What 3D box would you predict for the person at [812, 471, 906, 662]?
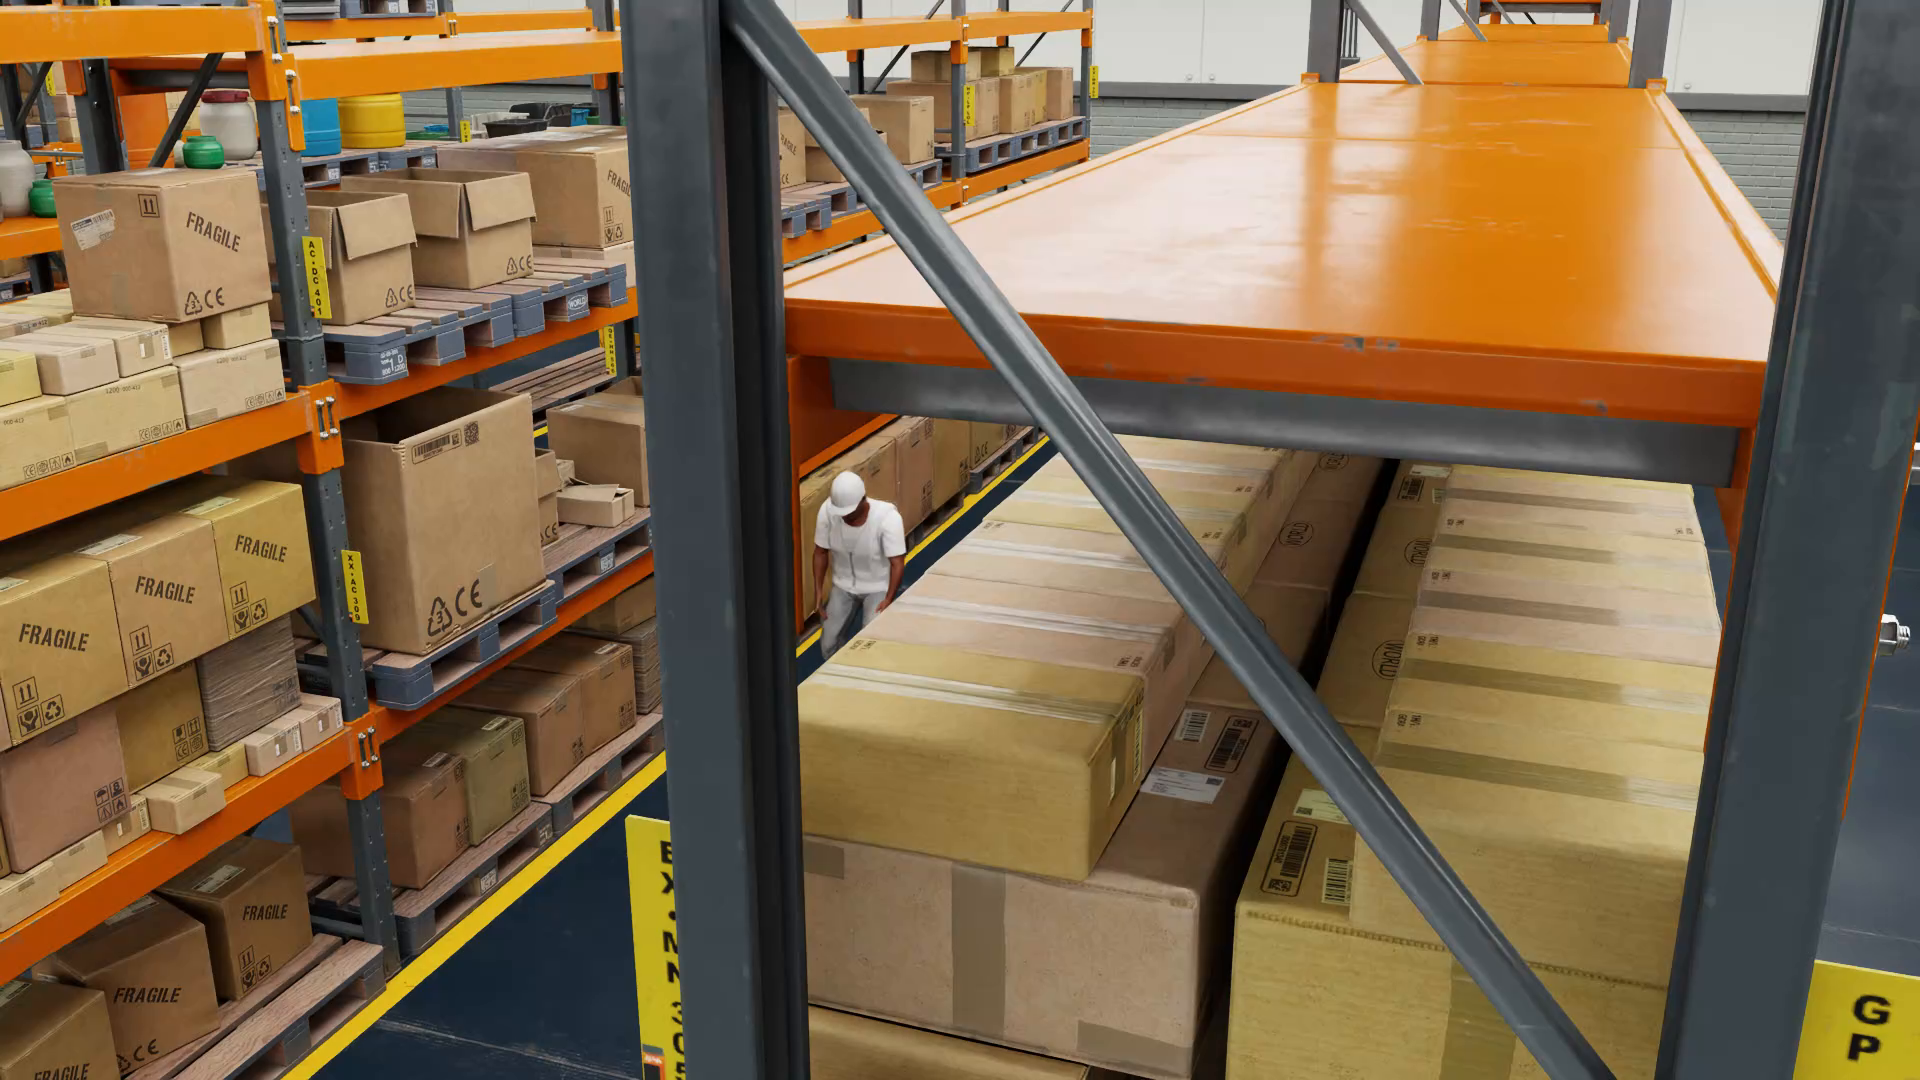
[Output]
[{"bbox_3d":[-0.612,0.325,10.267,0.611,1.633,0.576,8,20,22],"label":"person"}]
